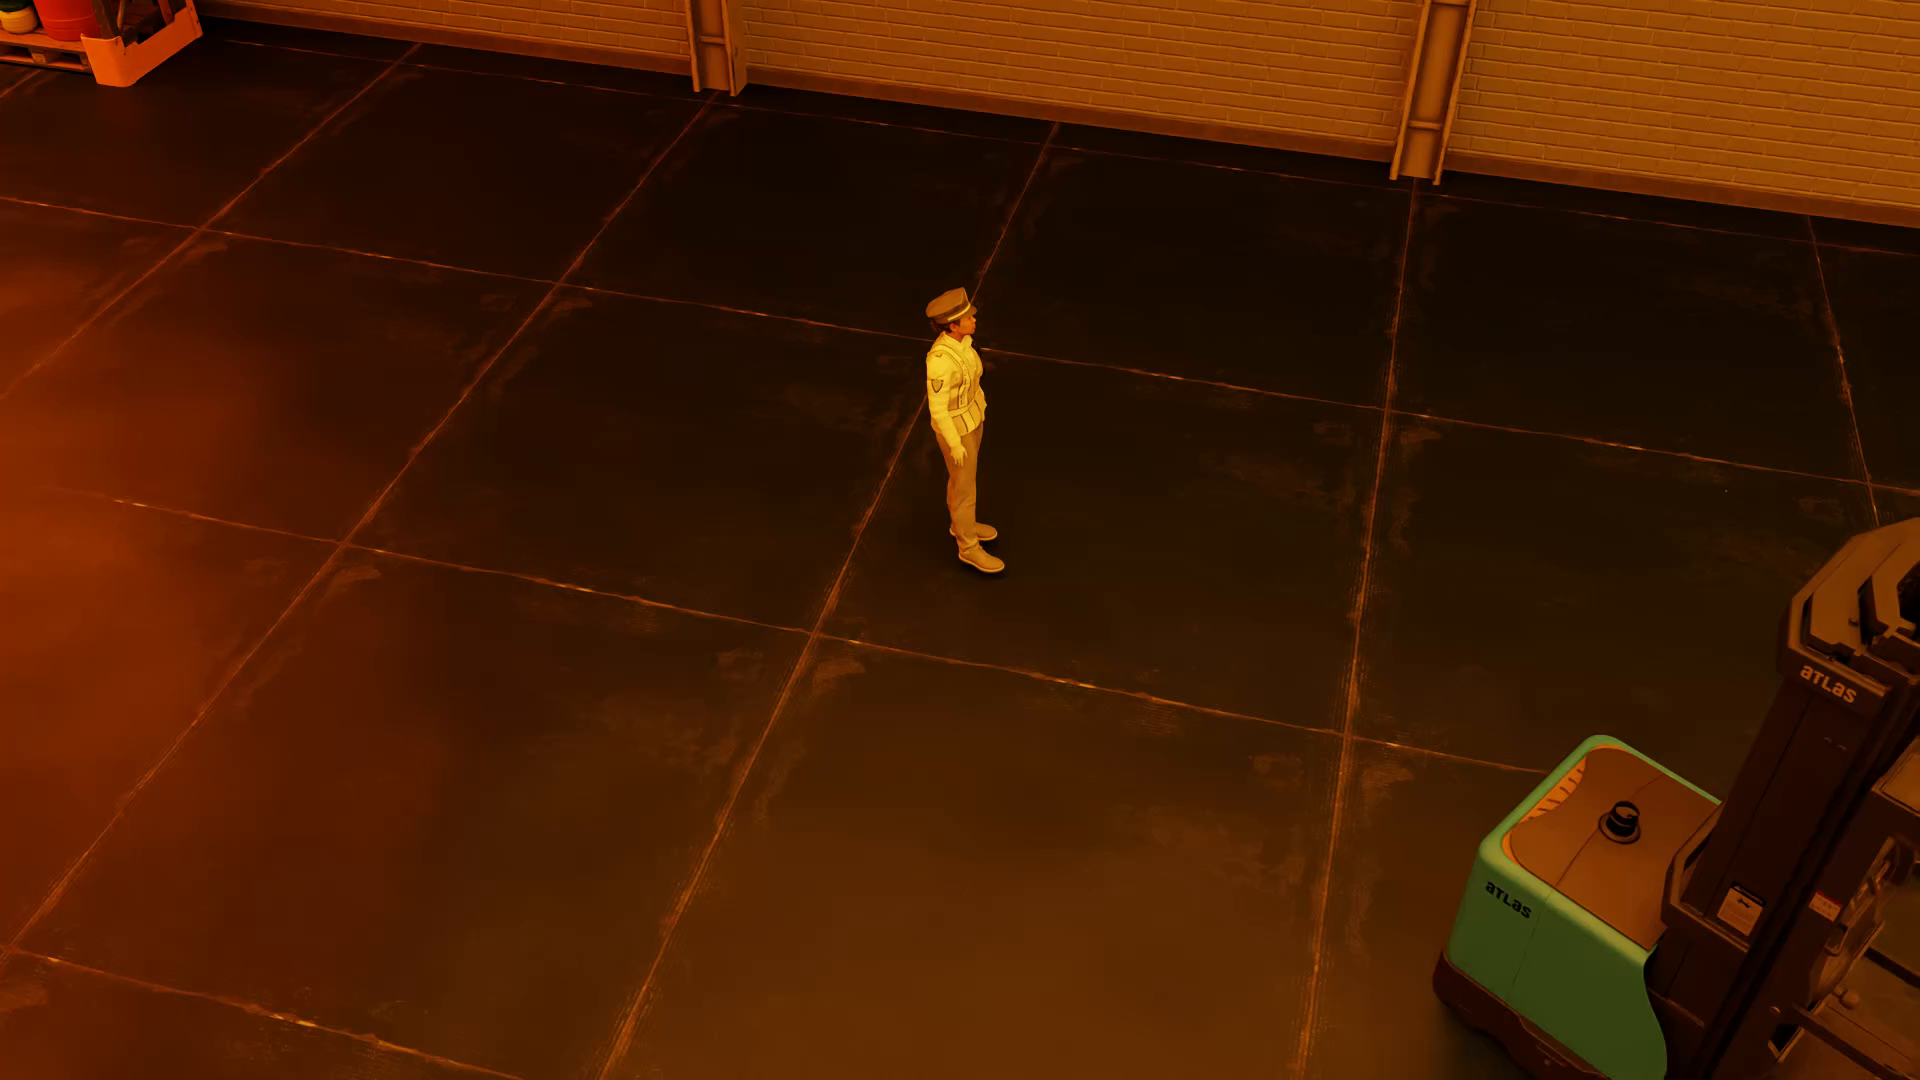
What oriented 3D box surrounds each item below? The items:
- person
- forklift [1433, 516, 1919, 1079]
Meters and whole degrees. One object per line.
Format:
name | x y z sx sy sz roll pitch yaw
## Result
person | 0.065 -0.657 9.477 0.530 1.694 0.586 10 42 11
forklift | 3.555 1.478 6.176 1.130 2.935 3.031 -32 50 -31
